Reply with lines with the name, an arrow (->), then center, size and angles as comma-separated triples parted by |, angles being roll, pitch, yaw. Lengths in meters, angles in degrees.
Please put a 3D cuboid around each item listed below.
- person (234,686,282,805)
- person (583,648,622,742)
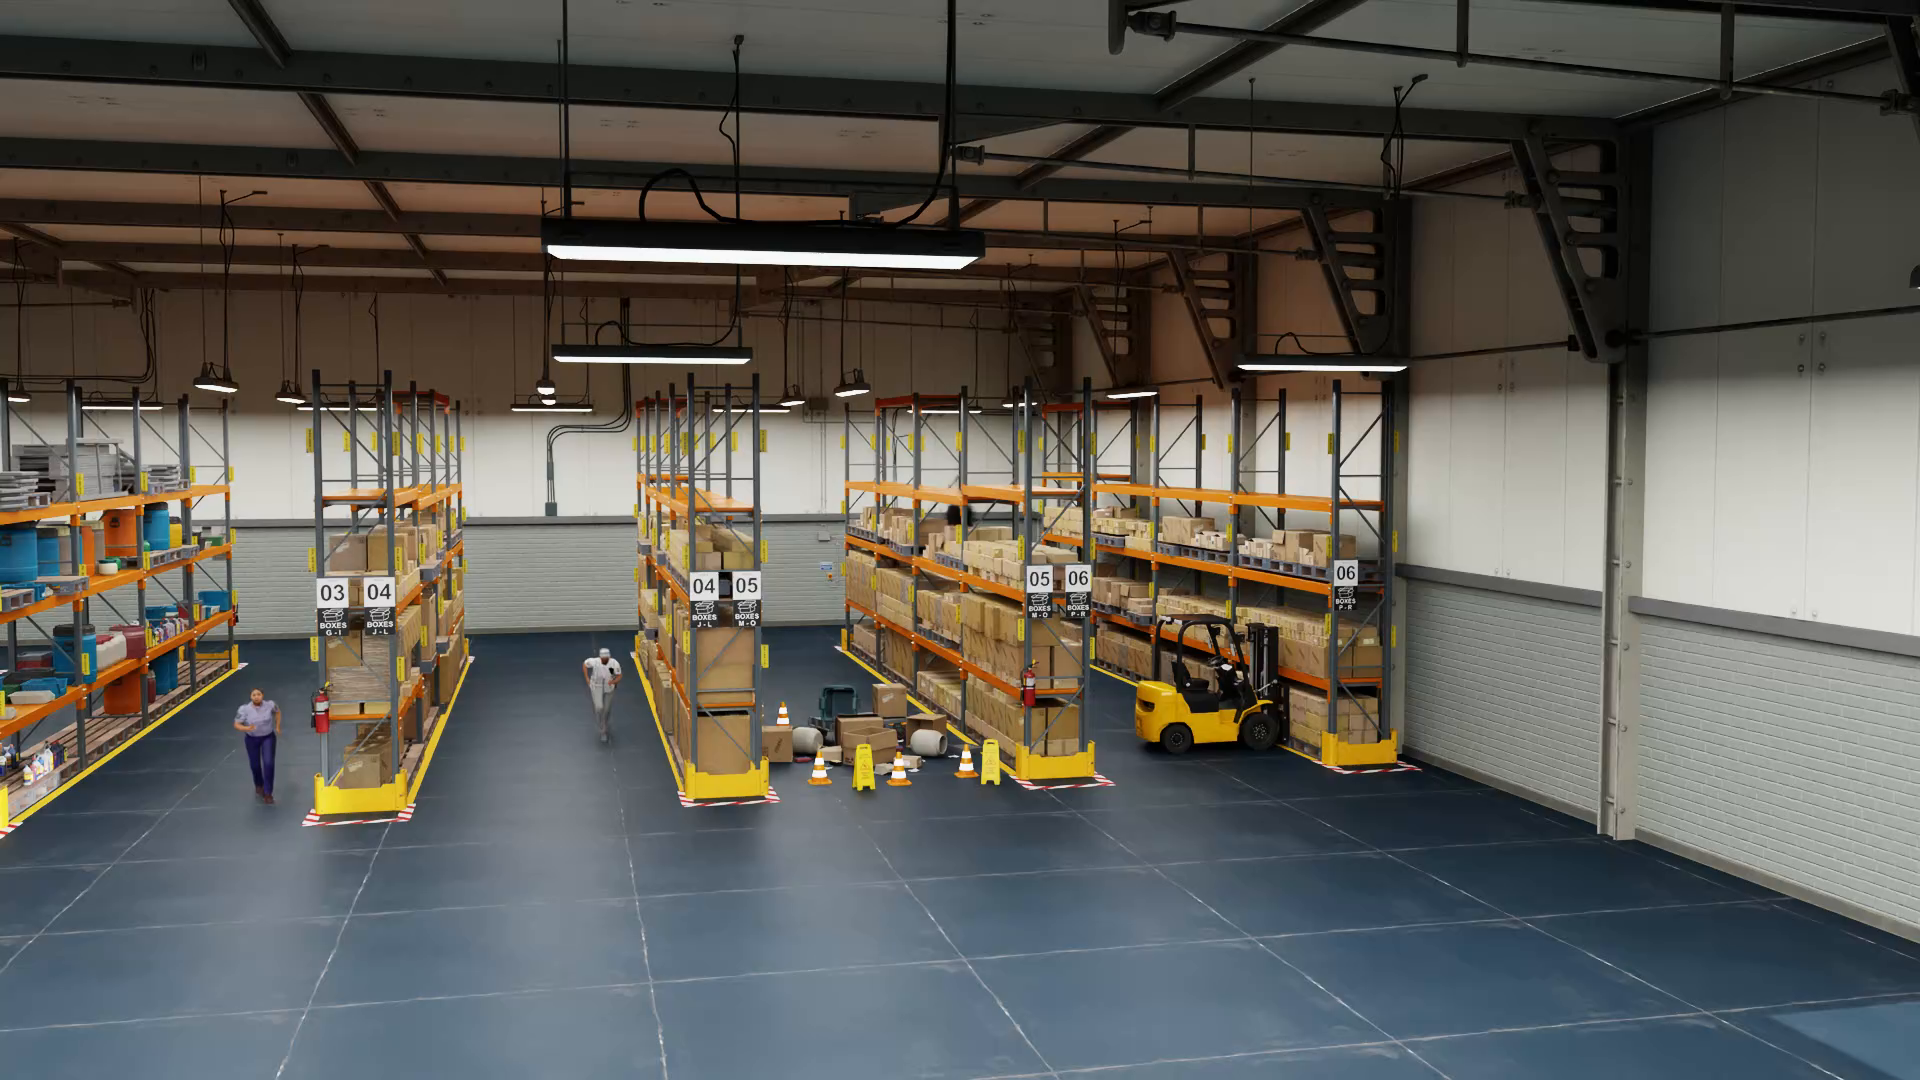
person -> -9.834, 2.843, 23.327 | 0.602, 1.633, 0.923 | -1, 3, -19
person -> -6.082, 2.612, 28.313 | 0.655, 1.632, 0.981 | -1, 3, -14
